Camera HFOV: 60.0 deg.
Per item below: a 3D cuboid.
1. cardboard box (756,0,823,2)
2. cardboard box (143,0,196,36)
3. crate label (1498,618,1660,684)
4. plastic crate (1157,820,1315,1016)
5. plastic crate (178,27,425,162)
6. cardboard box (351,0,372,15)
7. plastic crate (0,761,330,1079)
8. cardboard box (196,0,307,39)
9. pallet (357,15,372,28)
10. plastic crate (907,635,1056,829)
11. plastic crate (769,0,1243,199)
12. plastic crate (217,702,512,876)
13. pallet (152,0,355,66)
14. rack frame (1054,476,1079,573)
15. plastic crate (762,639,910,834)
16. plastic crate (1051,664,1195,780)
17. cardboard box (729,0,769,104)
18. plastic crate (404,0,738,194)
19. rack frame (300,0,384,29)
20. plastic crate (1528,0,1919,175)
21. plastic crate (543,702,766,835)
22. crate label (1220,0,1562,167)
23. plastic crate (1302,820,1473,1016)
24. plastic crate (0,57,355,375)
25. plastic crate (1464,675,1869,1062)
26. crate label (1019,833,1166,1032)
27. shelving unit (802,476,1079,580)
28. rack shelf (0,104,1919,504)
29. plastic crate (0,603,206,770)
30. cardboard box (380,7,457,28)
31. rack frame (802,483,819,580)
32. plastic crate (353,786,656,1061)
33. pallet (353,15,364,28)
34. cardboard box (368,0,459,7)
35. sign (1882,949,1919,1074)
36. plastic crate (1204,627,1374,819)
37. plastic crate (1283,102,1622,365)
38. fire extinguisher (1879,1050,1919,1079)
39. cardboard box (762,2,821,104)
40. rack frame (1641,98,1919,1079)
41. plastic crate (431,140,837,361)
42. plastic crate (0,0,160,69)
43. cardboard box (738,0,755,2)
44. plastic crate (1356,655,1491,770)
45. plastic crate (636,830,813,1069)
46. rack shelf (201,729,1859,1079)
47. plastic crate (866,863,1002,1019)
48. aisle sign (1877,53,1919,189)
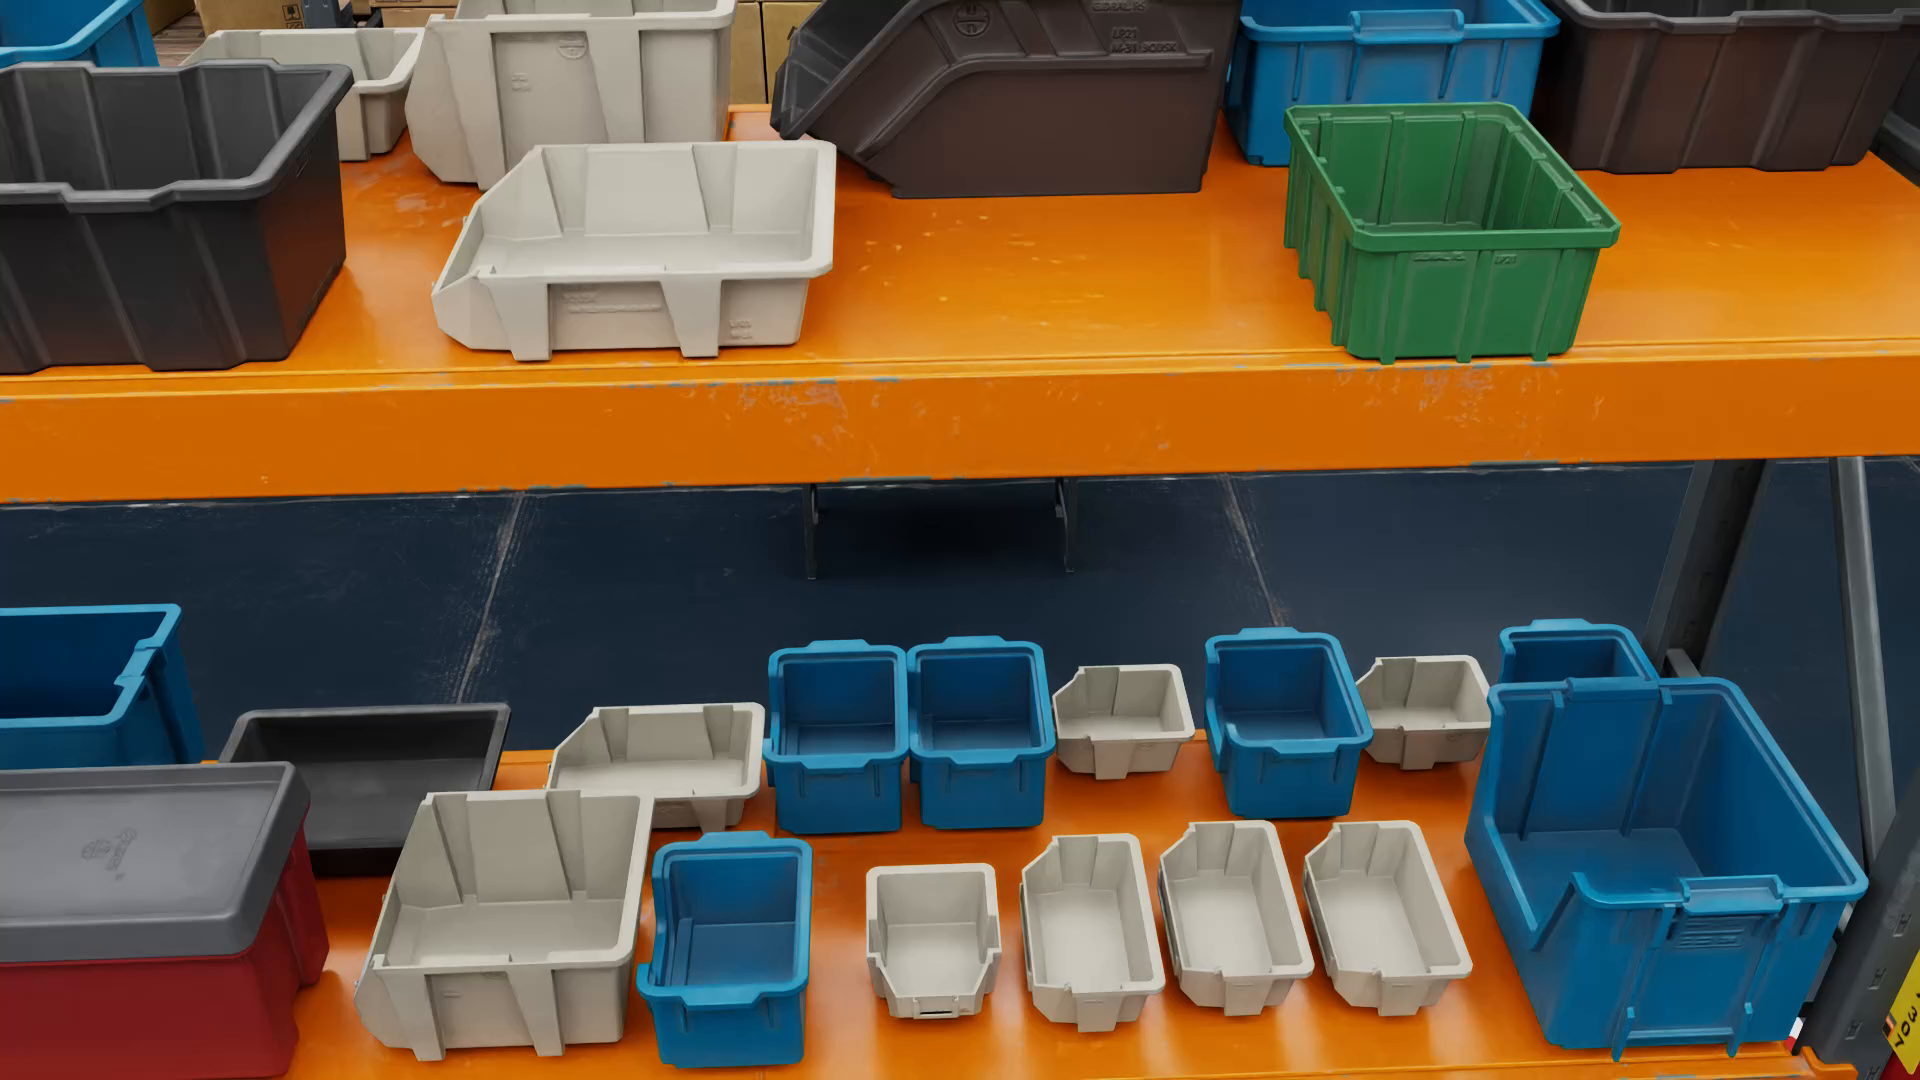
[{"bbox_3d":[-0.581,-2.527,6.799,0.500,0.500,0.500,-1,35,-1],"label":"cardboard box"},{"bbox_3d":[-3.777,-2.453,7.202,0.500,0.500,0.700,4,35,5],"label":"cardboard box"},{"bbox_3d":[1.355,0.392,3.642,0.303,0.233,0.416,-2,35,-2],"label":"crate label"},{"bbox_3d":[0.521,0.736,3.229,0.243,0.136,0.396,-2,35,-2],"label":"plastic crate"},{"bbox_3d":[-1.126,-0.740,2.779,0.466,0.136,0.293,-2,35,-2],"label":"plastic crate"},{"bbox_3d":[-4.378,-4.167,11.656,0.750,0.750,0.750,-1,35,-1],"label":"cardboard box"},{"bbox_3d":[-1.475,0.703,2.989,0.583,0.464,0.402,-2,35,-2],"label":"plastic crate"},{"bbox_3d":[-3.093,-2.508,7.281,0.500,0.500,0.700,-13,37,-18],"label":"cardboard box"},{"bbox_3d":[-3.615,-3.785,12.034,1.213,0.211,1.003,-2,35,-2],"label":"pallet"},{"bbox_3d":[0.040,0.427,3.591,0.300,0.233,0.416,-2,35,-2],"label":"plastic crate"},{"bbox_3d":[0.078,-0.795,2.681,0.767,0.338,0.504,-2,35,-2],"label":"plastic crate"},{"bbox_3d":[-1.273,0.541,3.521,0.590,0.125,0.437,-2,35,-2],"label":"plastic crate"},{"bbox_3d":[-3.413,-2.141,7.377,1.213,0.211,1.003,-2,35,-2],"label":"pallet"},{"bbox_3d":[0.423,-0.628,6.340,0.032,1.500,0.500,-2,35,-2],"label":"rack frame"},{"bbox_3d":[-0.260,0.435,3.579,0.300,0.233,0.416,-2,35,-2],"label":"plastic crate"},{"bbox_3d":[0.353,0.411,3.699,0.298,0.136,0.250,-2,35,-2],"label":"plastic crate"},{"bbox_3d":[-1.076,-2.108,7.072,0.500,0.500,0.500,-2,35,-2],"label":"cardboard box"},{"bbox_3d":[-0.611,-0.772,2.698,0.530,0.282,0.437,-2,35,-2],"label":"plastic crate"},{"bbox_3d":[-2.609,-2.180,7.264,0.127,3.000,1.000,-2,35,-2],"label":"rack frame"},{"bbox_3d":[1.219,-0.800,2.749,0.590,0.269,0.497,-2,35,-2],"label":"plastic crate"},{"bbox_3d":[-0.653,0.502,3.568,0.466,0.136,0.293,-2,35,-2],"label":"plastic crate"},{"bbox_3d":[0.680,-0.803,2.769,0.502,0.251,0.408,-2,35,-2],"label":"crate label"},{"bbox_3d":[0.811,0.737,3.229,0.243,0.136,0.396,-2,35,-2],"label":"plastic crate"},{"bbox_3d":[-1.125,-0.421,2.202,0.590,0.269,0.497,-2,35,-2],"label":"plastic crate"},{"bbox_3d":[1.291,0.604,3.157,0.499,0.435,0.616,-2,35,-2],"label":"plastic crate"},{"bbox_3d":[0.244,0.758,3.198,0.243,0.136,0.396,-2,35,-2],"label":"crate label"},{"bbox_3d":[-0.085,-0.614,6.320,1.048,1.500,0.538,-2,35,-2],"label":"shelving unit"},{"bbox_3d":[-0.381,-0.356,2.624,4.000,0.370,1.077,-2,35,-2],"label":"rack shelf"},{"bbox_3d":[-1.928,0.411,3.481,0.575,0.384,0.392,-2,35,-2],"label":"plastic crate"},{"bbox_3d":[-2.087,-2.080,7.032,0.500,0.500,0.500,-1,35,-1],"label":"cardboard box"},{"bbox_3d":[-0.593,-0.601,6.300,0.032,1.500,0.500,-2,35,-2],"label":"rack frame"},{"bbox_3d":[-0.845,0.724,3.120,0.530,0.282,0.437,-2,35,-2],"label":"plastic crate"},{"bbox_3d":[-4.836,-3.751,11.984,1.213,0.211,1.003,-2,35,-2],"label":"pallet"},{"bbox_3d":[-2.125,-2.485,6.738,0.500,0.500,0.500,-1,35,-1],"label":"cardboard box"},{"bbox_3d":[1.659,0.773,2.853,0.005,0.325,0.100,-2,35,-2],"label":"sign"},{"bbox_3d":[0.697,0.410,3.617,0.300,0.233,0.416,-2,35,-2],"label":"plastic crate"},{"bbox_3d":[0.645,-0.429,2.285,0.336,0.188,0.450,-2,35,-2],"label":"plastic crate"},{"bbox_3d":[1.789,0.968,3.112,0.183,0.674,0.296,-2,35,-2],"label":"fire extinguisher"},{"bbox_3d":[-0.568,-2.122,7.093,0.500,0.500,0.500,-2,35,-3],"label":"cardboard box"},{"bbox_3d":[1.617,0.528,3.351,0.127,3.000,1.000,-2,35,-2],"label":"rack frame"},{"bbox_3d":[-0.435,-0.400,2.288,0.530,0.136,0.437,-2,35,-2],"label":"plastic crate"},{"bbox_3d":[-1.484,-0.735,2.687,0.300,0.233,0.416,-2,35,-2],"label":"plastic crate"},{"bbox_3d":[-1.096,-2.513,6.778,0.500,0.500,0.500,-3,35,-4],"label":"cardboard box"},{"bbox_3d":[1.030,0.393,3.725,0.298,0.136,0.250,-2,35,-2],"label":"plastic crate"},{"bbox_3d":[-0.422,0.773,3.091,0.300,0.233,0.416,-2,35,-2],"label":"plastic crate"},{"bbox_3d":[-0.381,0.878,3.478,4.000,0.370,1.077,-2,35,-2],"label":"rack shelf"},{"bbox_3d":[-0.051,0.776,3.171,0.250,0.136,0.298,-2,35,-2],"label":"plastic crate"},{"bbox_3d":[1.675,-0.712,2.858,0.004,0.787,0.394,-2,35,-2],"label":"aisle sign"}]
